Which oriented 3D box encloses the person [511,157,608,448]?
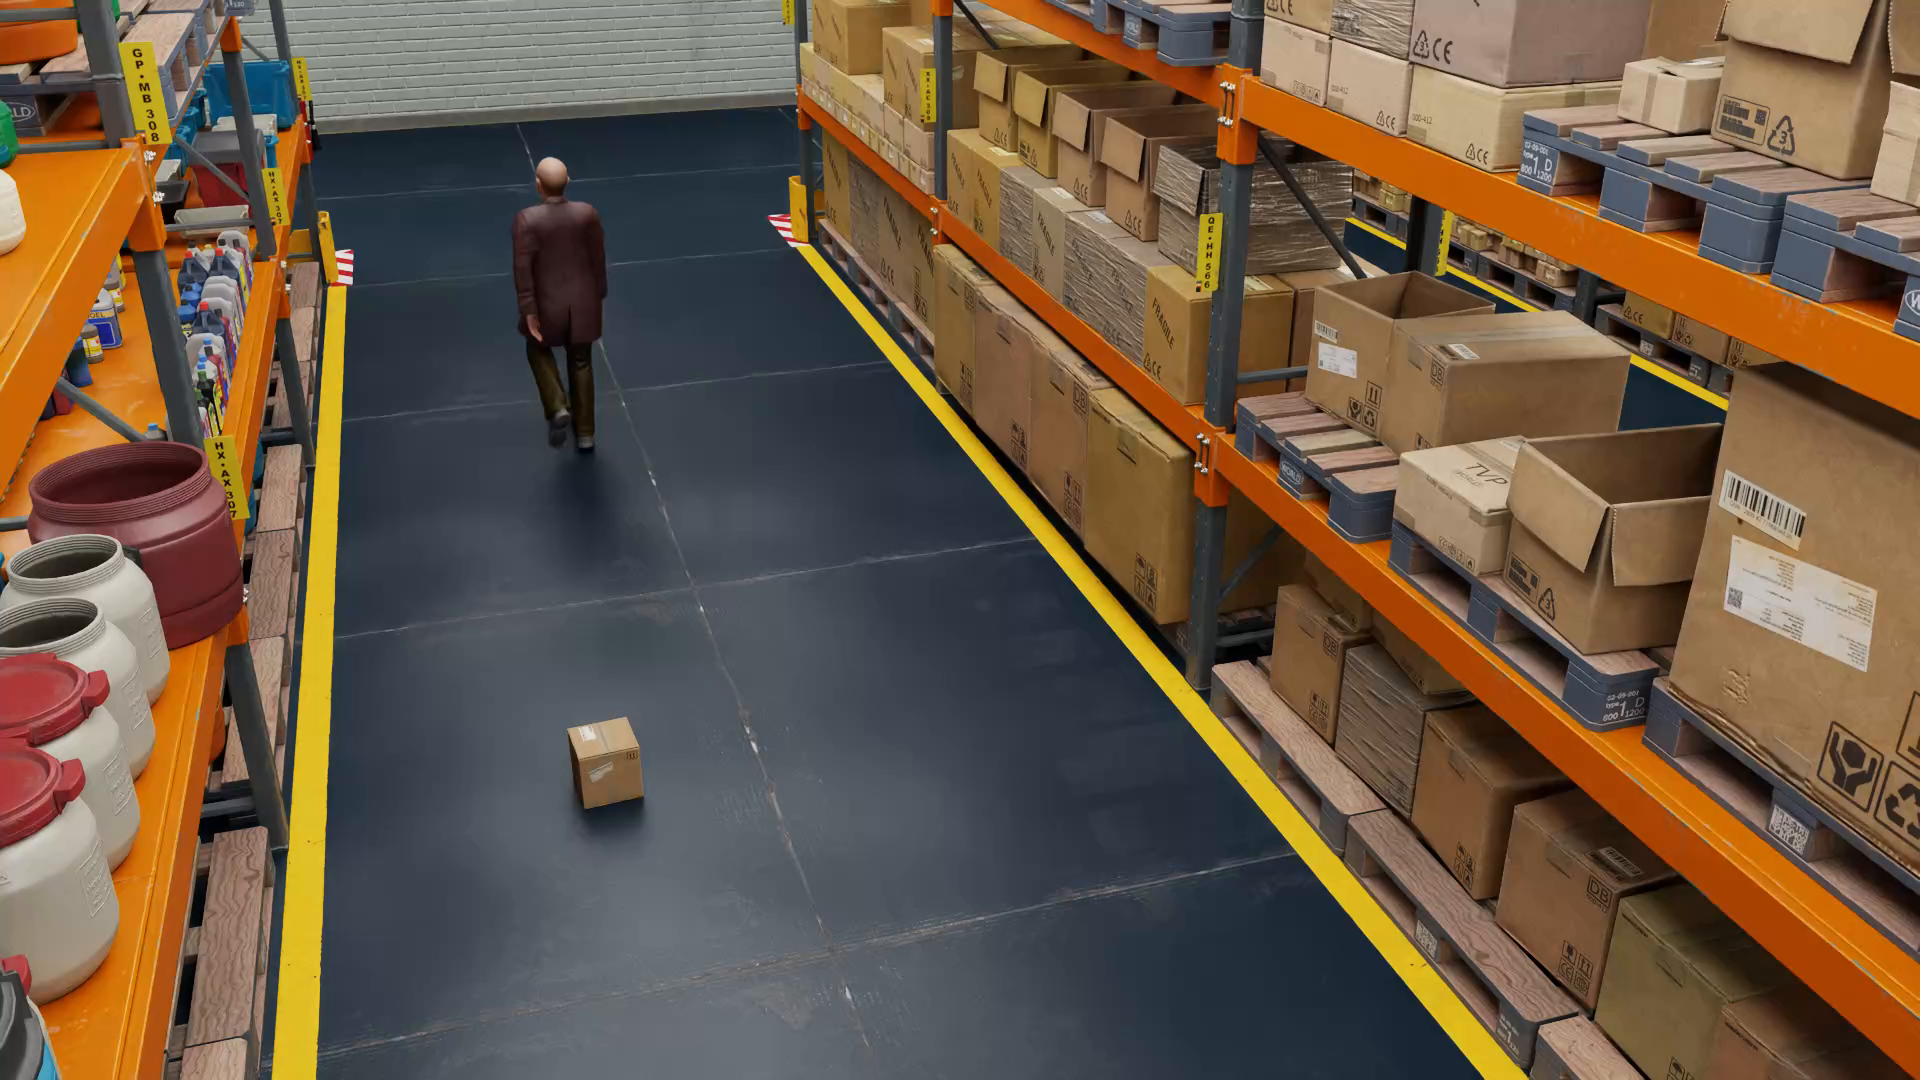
[{"bbox_3d":[-2.399,-1.422,10.025,0.570,1.796,0.477,-11,28,-21],"label":"person"}]
